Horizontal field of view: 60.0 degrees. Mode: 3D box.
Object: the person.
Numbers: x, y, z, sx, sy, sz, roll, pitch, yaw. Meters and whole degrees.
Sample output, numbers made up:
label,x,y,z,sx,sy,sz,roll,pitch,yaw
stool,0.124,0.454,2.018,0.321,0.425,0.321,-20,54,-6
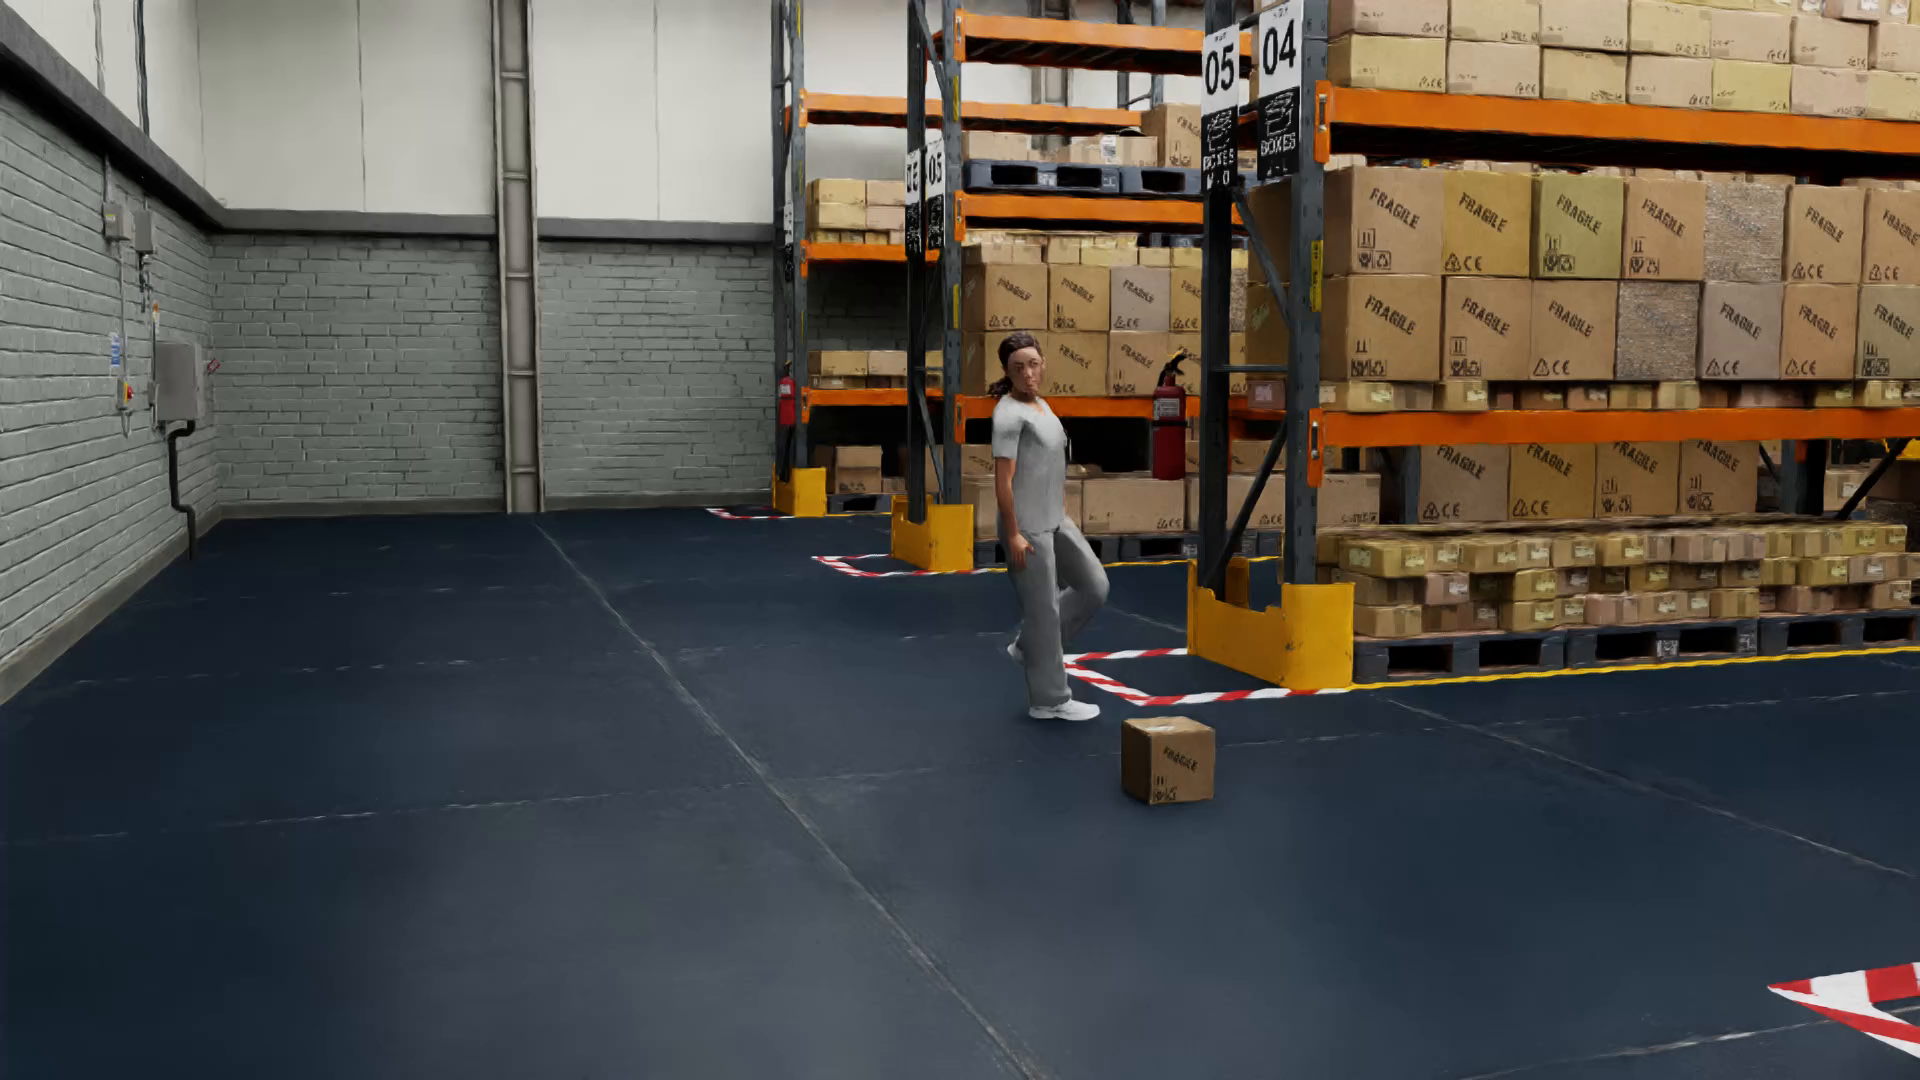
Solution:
label,x,y,z,sx,sy,sz,roll,pitch,yaw
person,0.360,-0.046,6.990,0.470,1.659,0.592,2,6,20
